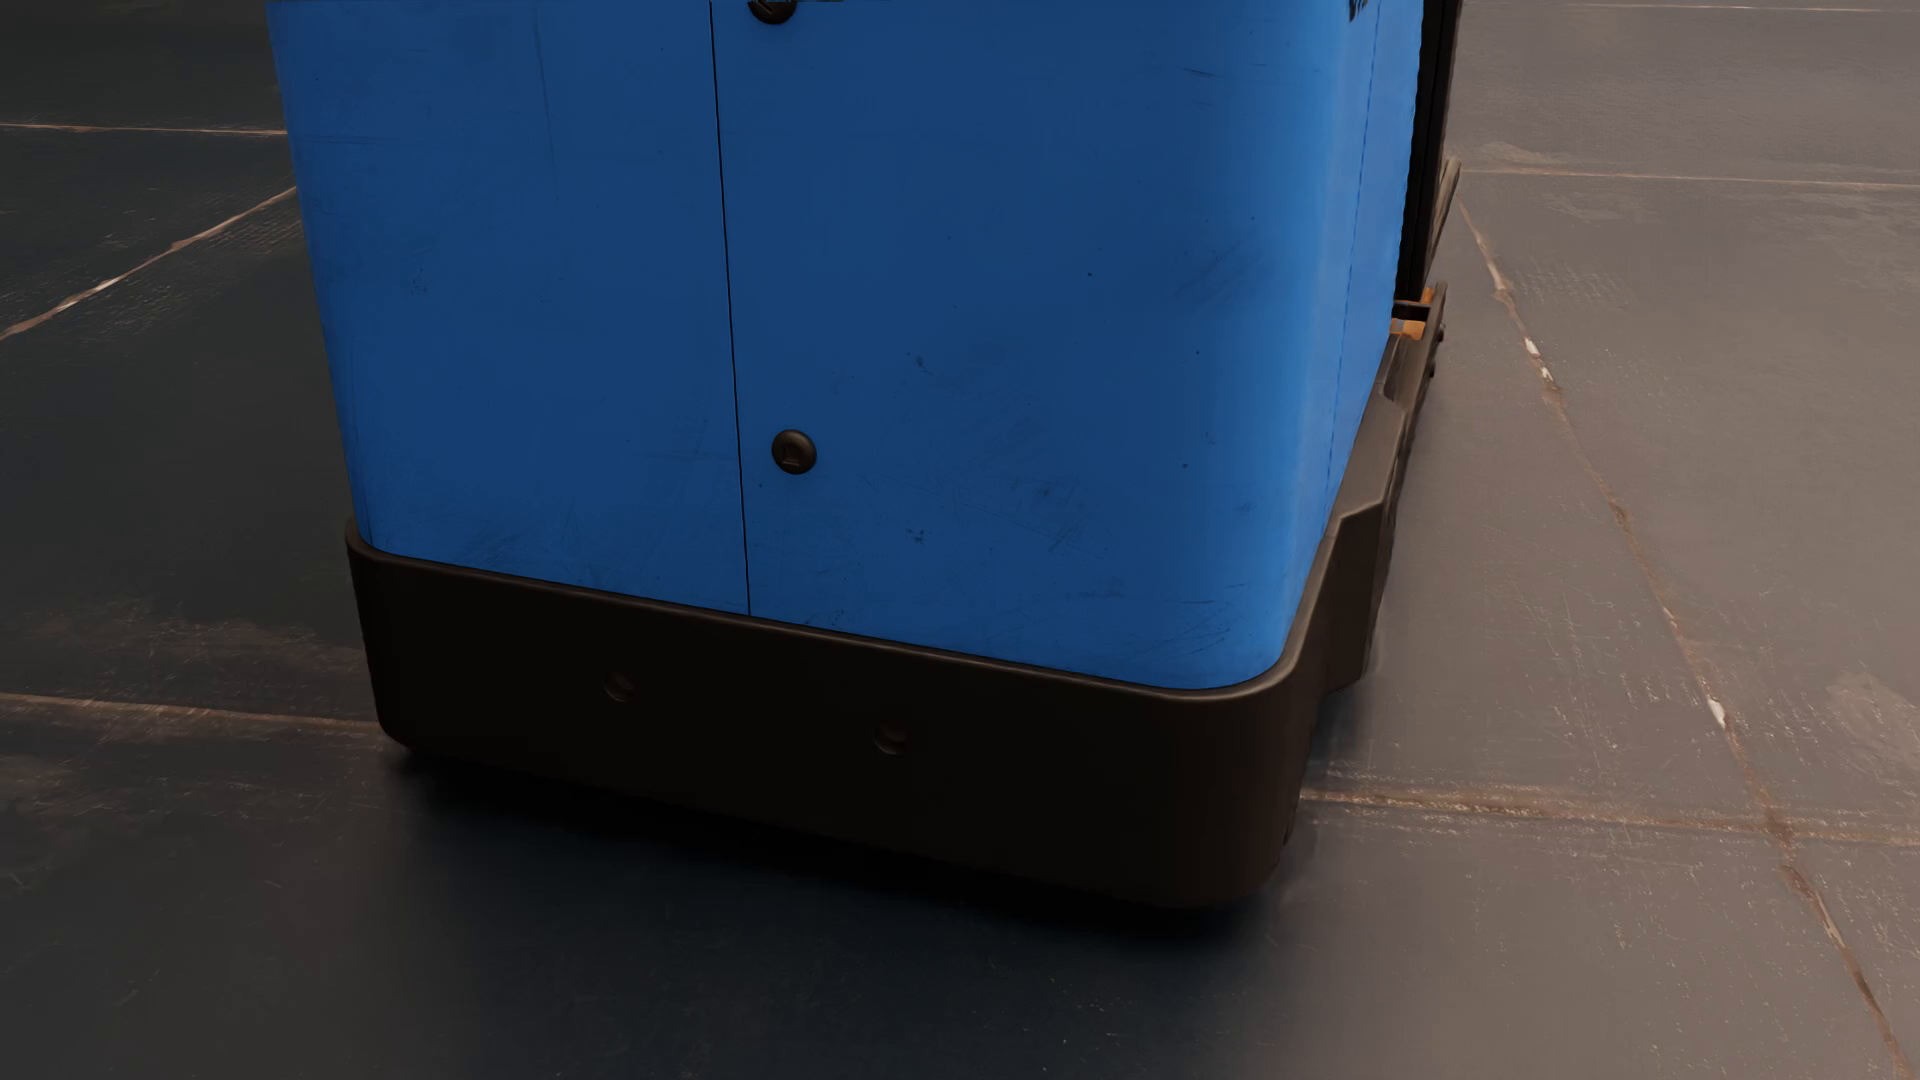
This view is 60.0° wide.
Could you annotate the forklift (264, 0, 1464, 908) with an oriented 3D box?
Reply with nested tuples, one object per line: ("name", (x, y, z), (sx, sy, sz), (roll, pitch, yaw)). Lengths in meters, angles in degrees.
("forklift", (0.279, -1.590, 2.404), (1.130, 2.935, 3.031), (9, 28, 17))
